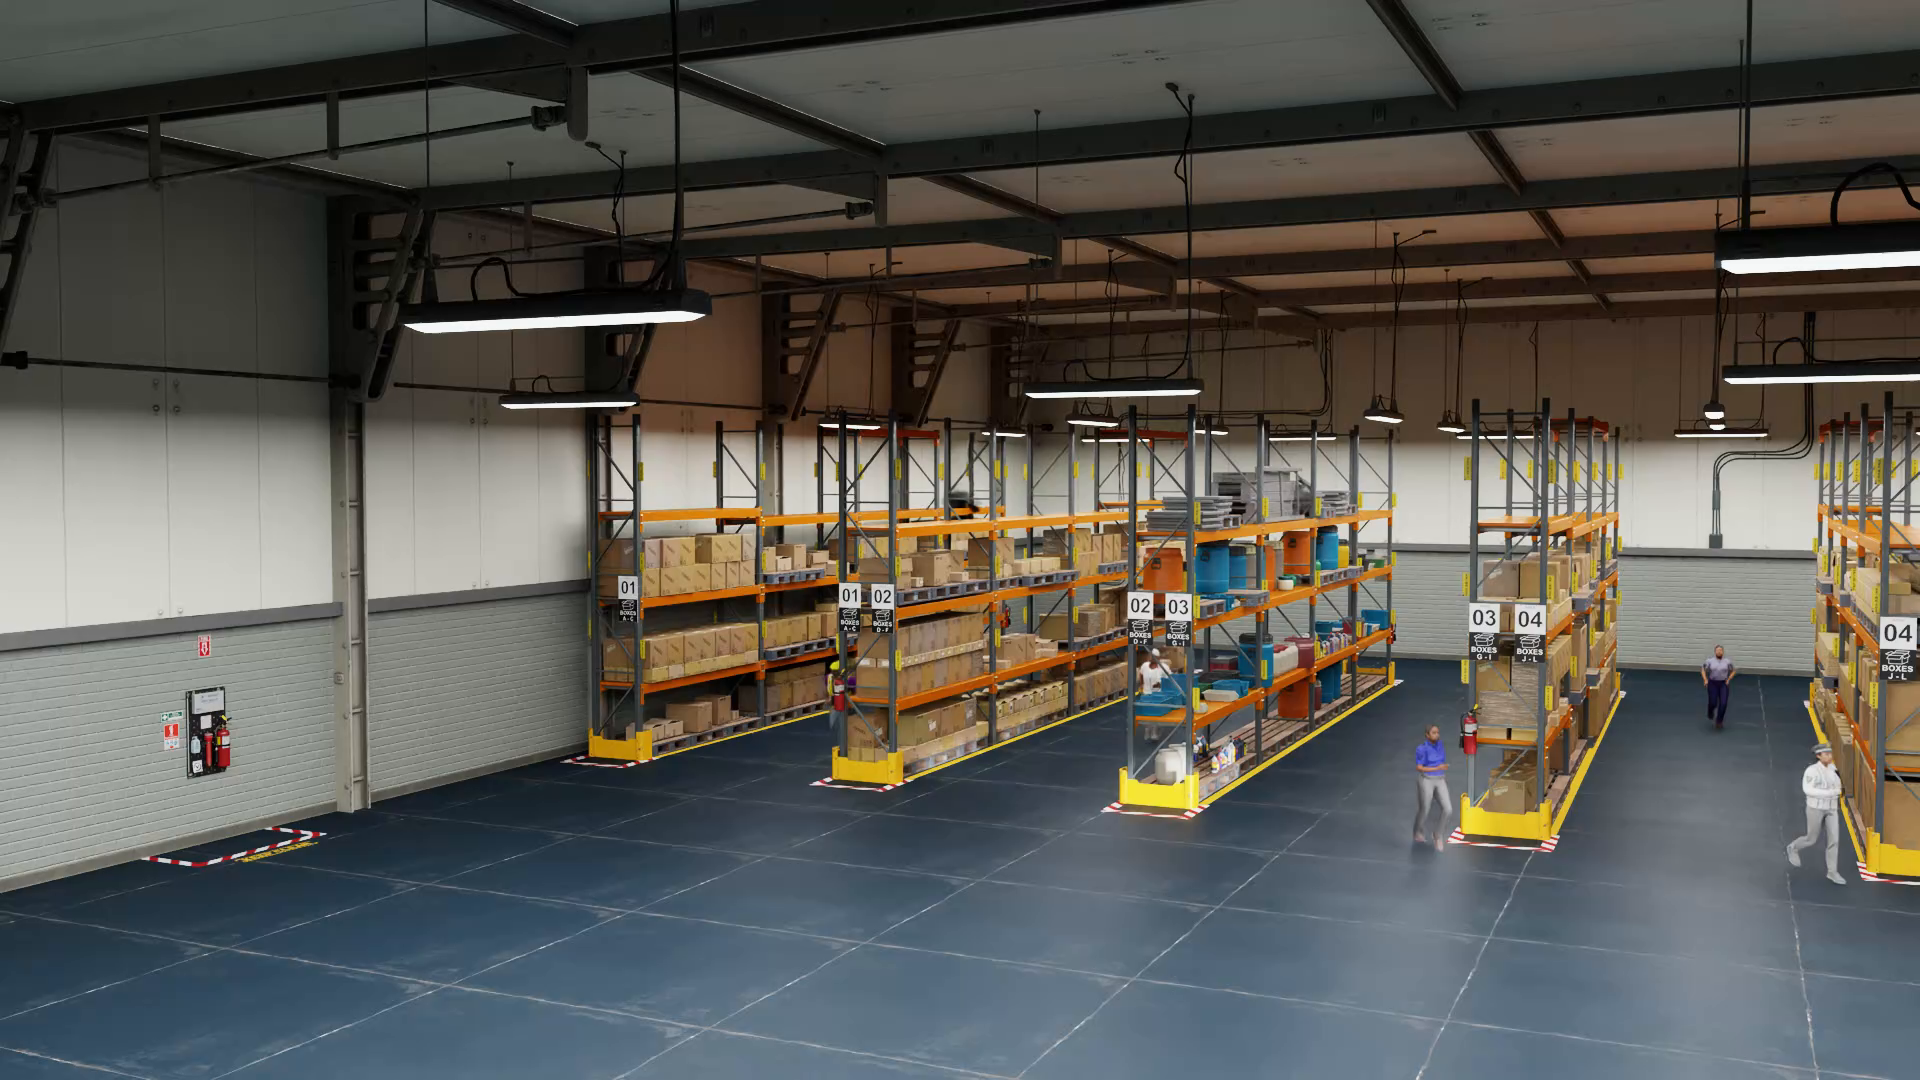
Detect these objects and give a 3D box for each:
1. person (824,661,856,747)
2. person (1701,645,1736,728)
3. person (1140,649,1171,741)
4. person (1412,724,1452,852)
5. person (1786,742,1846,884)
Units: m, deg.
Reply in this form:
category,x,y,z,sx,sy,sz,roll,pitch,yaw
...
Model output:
category,x,y,z,sx,sy,sz,roll,pitch,yaw
person,-2.038,2.967,29.193,0.715,1.748,0.959,1,3,26
person,14.892,2.869,32.648,0.616,1.600,0.550,1,2,19
person,3.573,2.860,30.668,0.689,1.723,0.697,1,3,25
person,6.252,3.290,22.048,0.558,1.694,0.755,-1,2,-17
person,10.566,3.306,20.438,0.618,1.678,0.883,-1,2,-14
